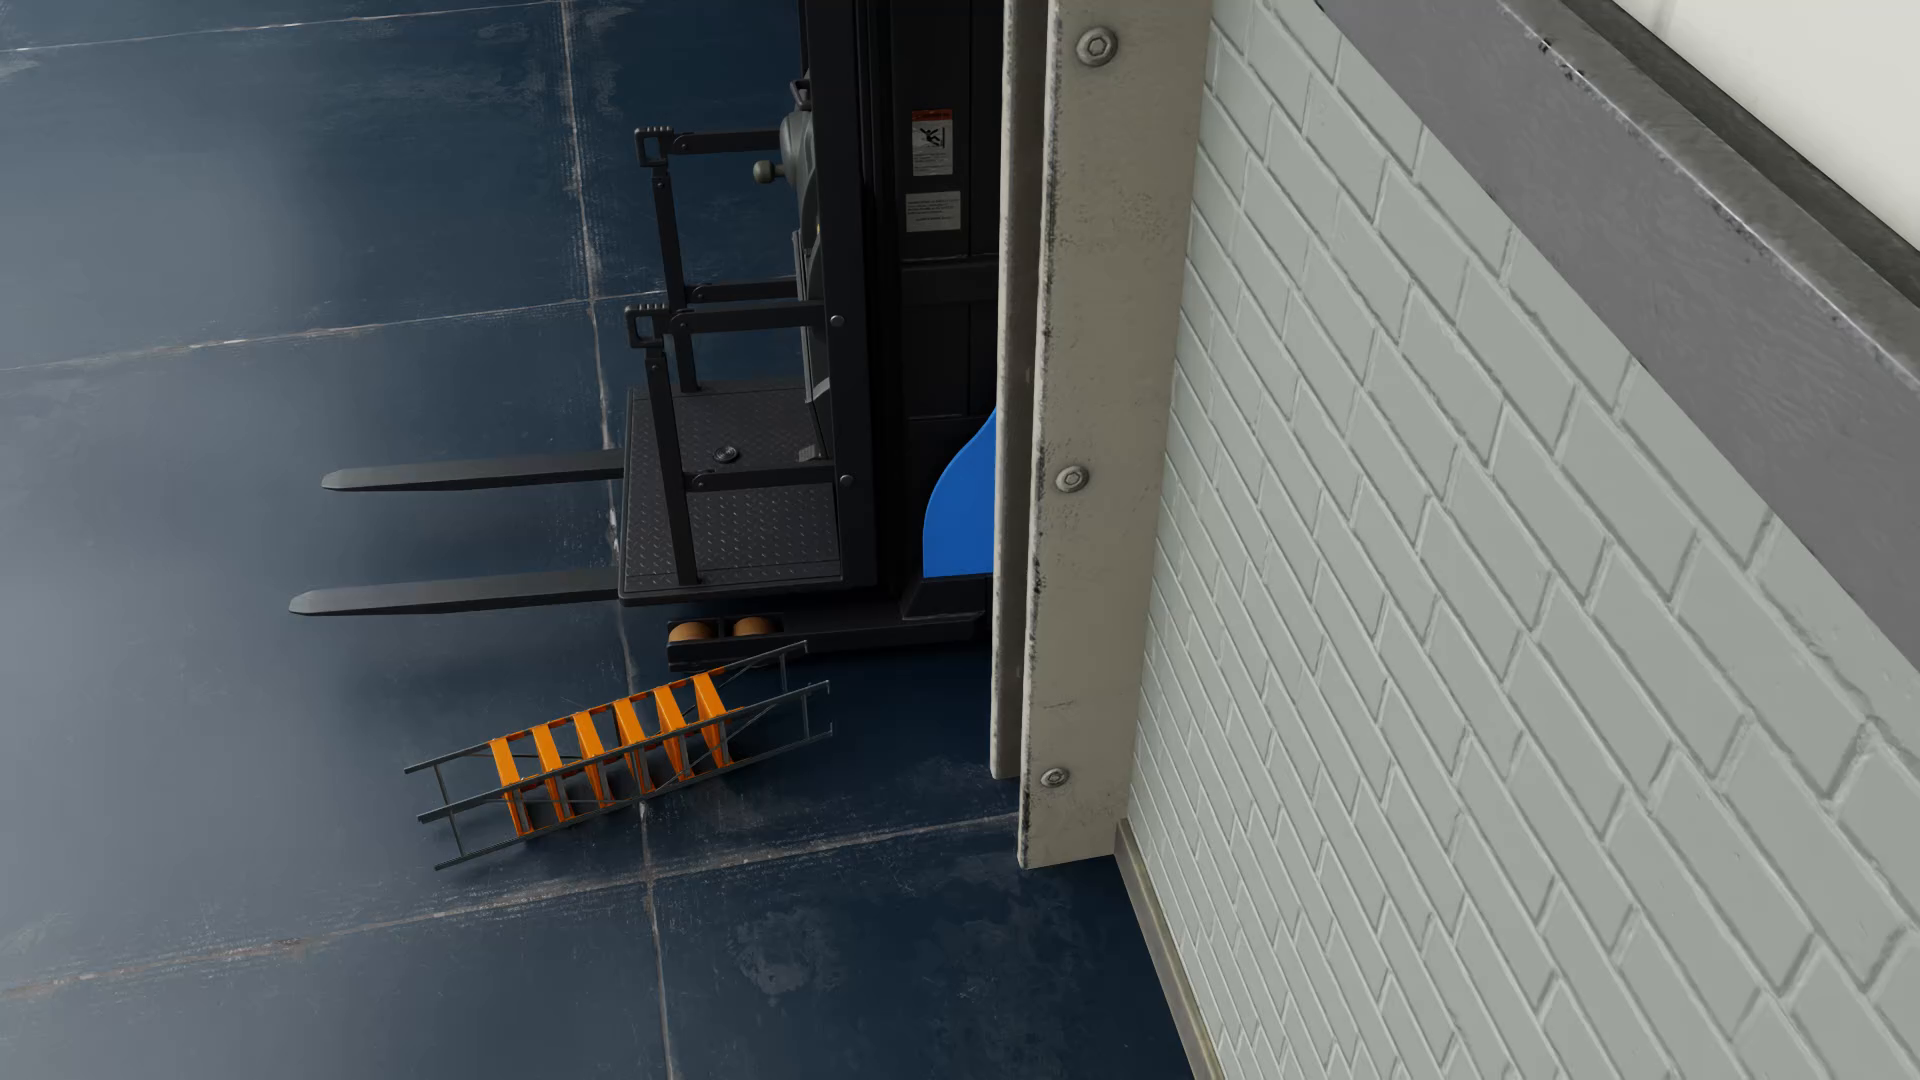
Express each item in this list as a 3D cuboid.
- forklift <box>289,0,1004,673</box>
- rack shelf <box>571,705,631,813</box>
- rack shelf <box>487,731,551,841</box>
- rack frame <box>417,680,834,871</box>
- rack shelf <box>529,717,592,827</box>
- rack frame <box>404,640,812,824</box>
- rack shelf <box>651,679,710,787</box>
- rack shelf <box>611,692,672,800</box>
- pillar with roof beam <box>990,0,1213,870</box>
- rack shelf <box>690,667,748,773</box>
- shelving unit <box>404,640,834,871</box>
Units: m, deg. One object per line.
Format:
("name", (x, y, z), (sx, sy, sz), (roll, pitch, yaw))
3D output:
("forklift", (-0.623, -1.047, 4.721), (3.031, 2.935, 1.130), (-5, 42, -5))
("rack shelf", (-1.034, 0.636, 4.812), (0.103, 0.258, 0.180), (-17, 44, -18))
("rack shelf", (-1.252, 0.703, 4.736), (0.103, 0.258, 0.180), (-17, 44, -18))
("rack frame", (-0.927, 0.670, 4.774), (1.200, 0.240, 0.006), (-17, 44, -18))
("rack shelf", (-1.143, 0.669, 4.774), (0.103, 0.258, 0.180), (-17, 44, -18))
("rack frame", (-1.005, 0.559, 4.898), (1.200, 0.240, 0.006), (-17, 44, -18))
("rack shelf", (-0.817, 0.568, 4.888), (0.103, 0.258, 0.180), (-17, 44, -18))
("rack shelf", (-0.926, 0.602, 4.850), (0.103, 0.258, 0.180), (-17, 44, -18))
("pillar with roof beam", (-3.922, -1.967, 1.187), (9.100, 9.000, 0.400), (-8, 42, -9))
("rack shelf", (-0.708, 0.535, 4.926), (0.103, 0.258, 0.180), (-17, 44, -18))
("shelving unit", (-0.966, 0.615, 4.836), (1.200, 0.258, 0.189), (-17, 44, -18))
